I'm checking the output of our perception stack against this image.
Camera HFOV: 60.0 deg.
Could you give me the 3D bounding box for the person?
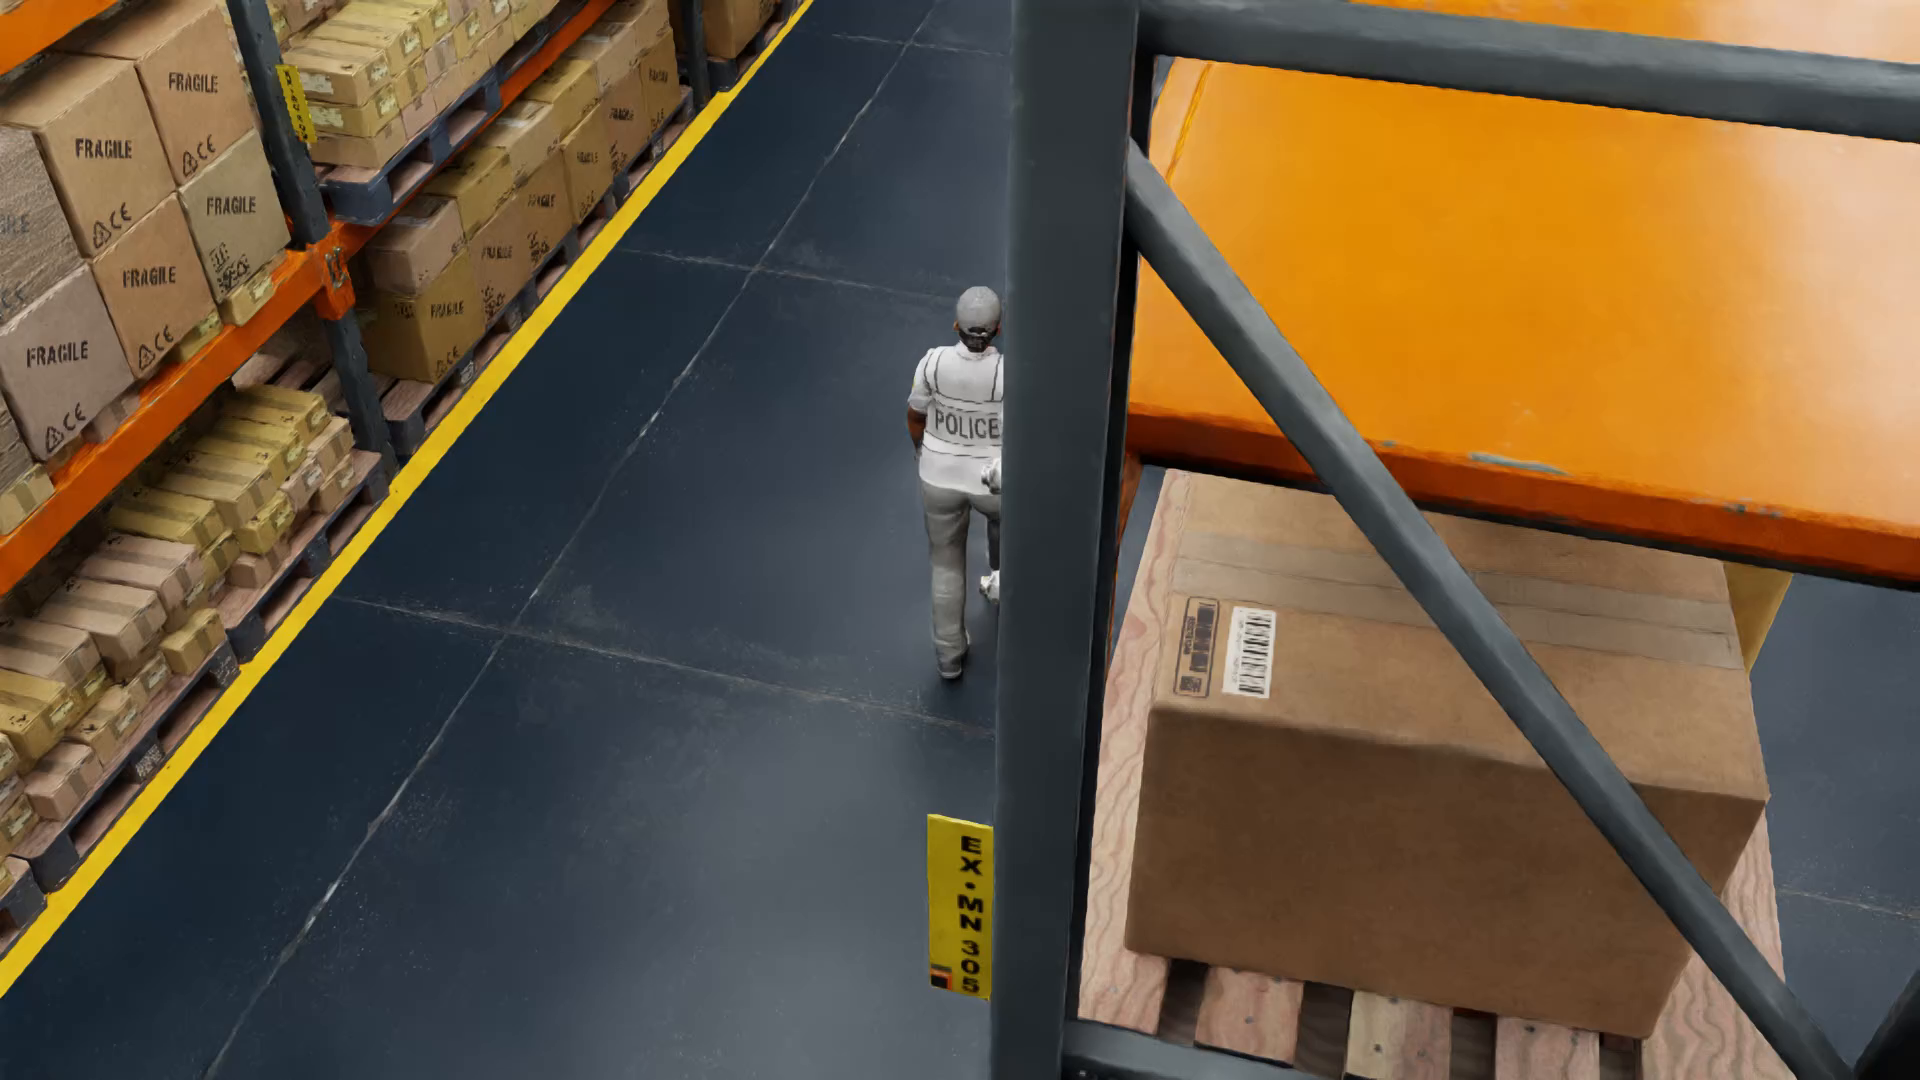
[{"bbox_3d":[0.035,-0.325,6.705,0.496,1.606,0.934,5,41,5],"label":"person"}]
